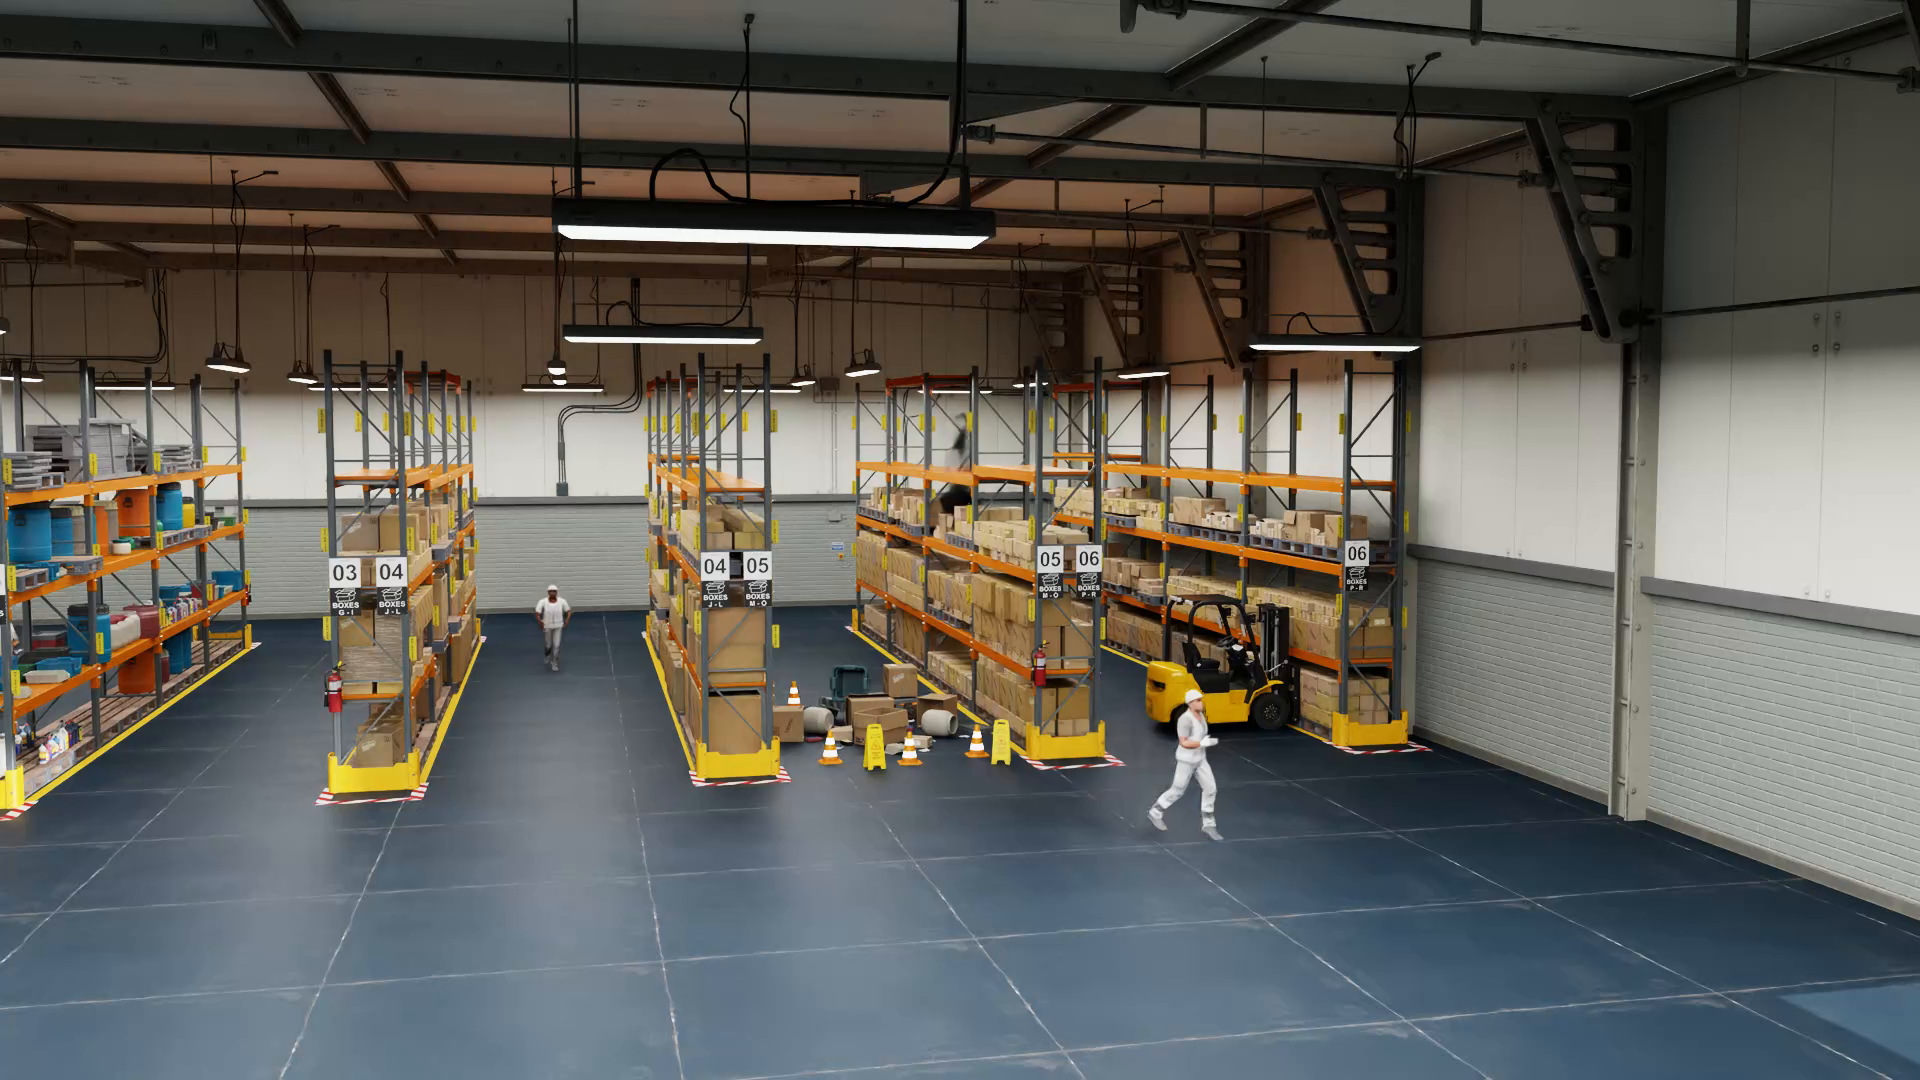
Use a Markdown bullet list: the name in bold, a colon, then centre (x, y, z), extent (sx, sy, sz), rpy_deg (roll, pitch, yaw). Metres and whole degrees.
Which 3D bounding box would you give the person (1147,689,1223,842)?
- **person**: centre (2.758, 2.704, 20.164), extent (0.938, 1.826, 0.674), rpy_deg (3, 5, 39)

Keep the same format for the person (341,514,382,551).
- **person**: centre (-4.471, 0.921, 32.152), extent (16.553, 3.696, 9.289), rpy_deg (-3, 5, -34)

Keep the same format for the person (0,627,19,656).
- **person**: centre (-17.176, 2.068, 29.760), extent (0.614, 1.580, 0.702), rpy_deg (-2, 4, -21)

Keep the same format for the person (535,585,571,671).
- **person**: centre (-8.306, 1.778, 33.977), extent (0.723, 1.743, 0.644), rpy_deg (-1, 4, -19)
